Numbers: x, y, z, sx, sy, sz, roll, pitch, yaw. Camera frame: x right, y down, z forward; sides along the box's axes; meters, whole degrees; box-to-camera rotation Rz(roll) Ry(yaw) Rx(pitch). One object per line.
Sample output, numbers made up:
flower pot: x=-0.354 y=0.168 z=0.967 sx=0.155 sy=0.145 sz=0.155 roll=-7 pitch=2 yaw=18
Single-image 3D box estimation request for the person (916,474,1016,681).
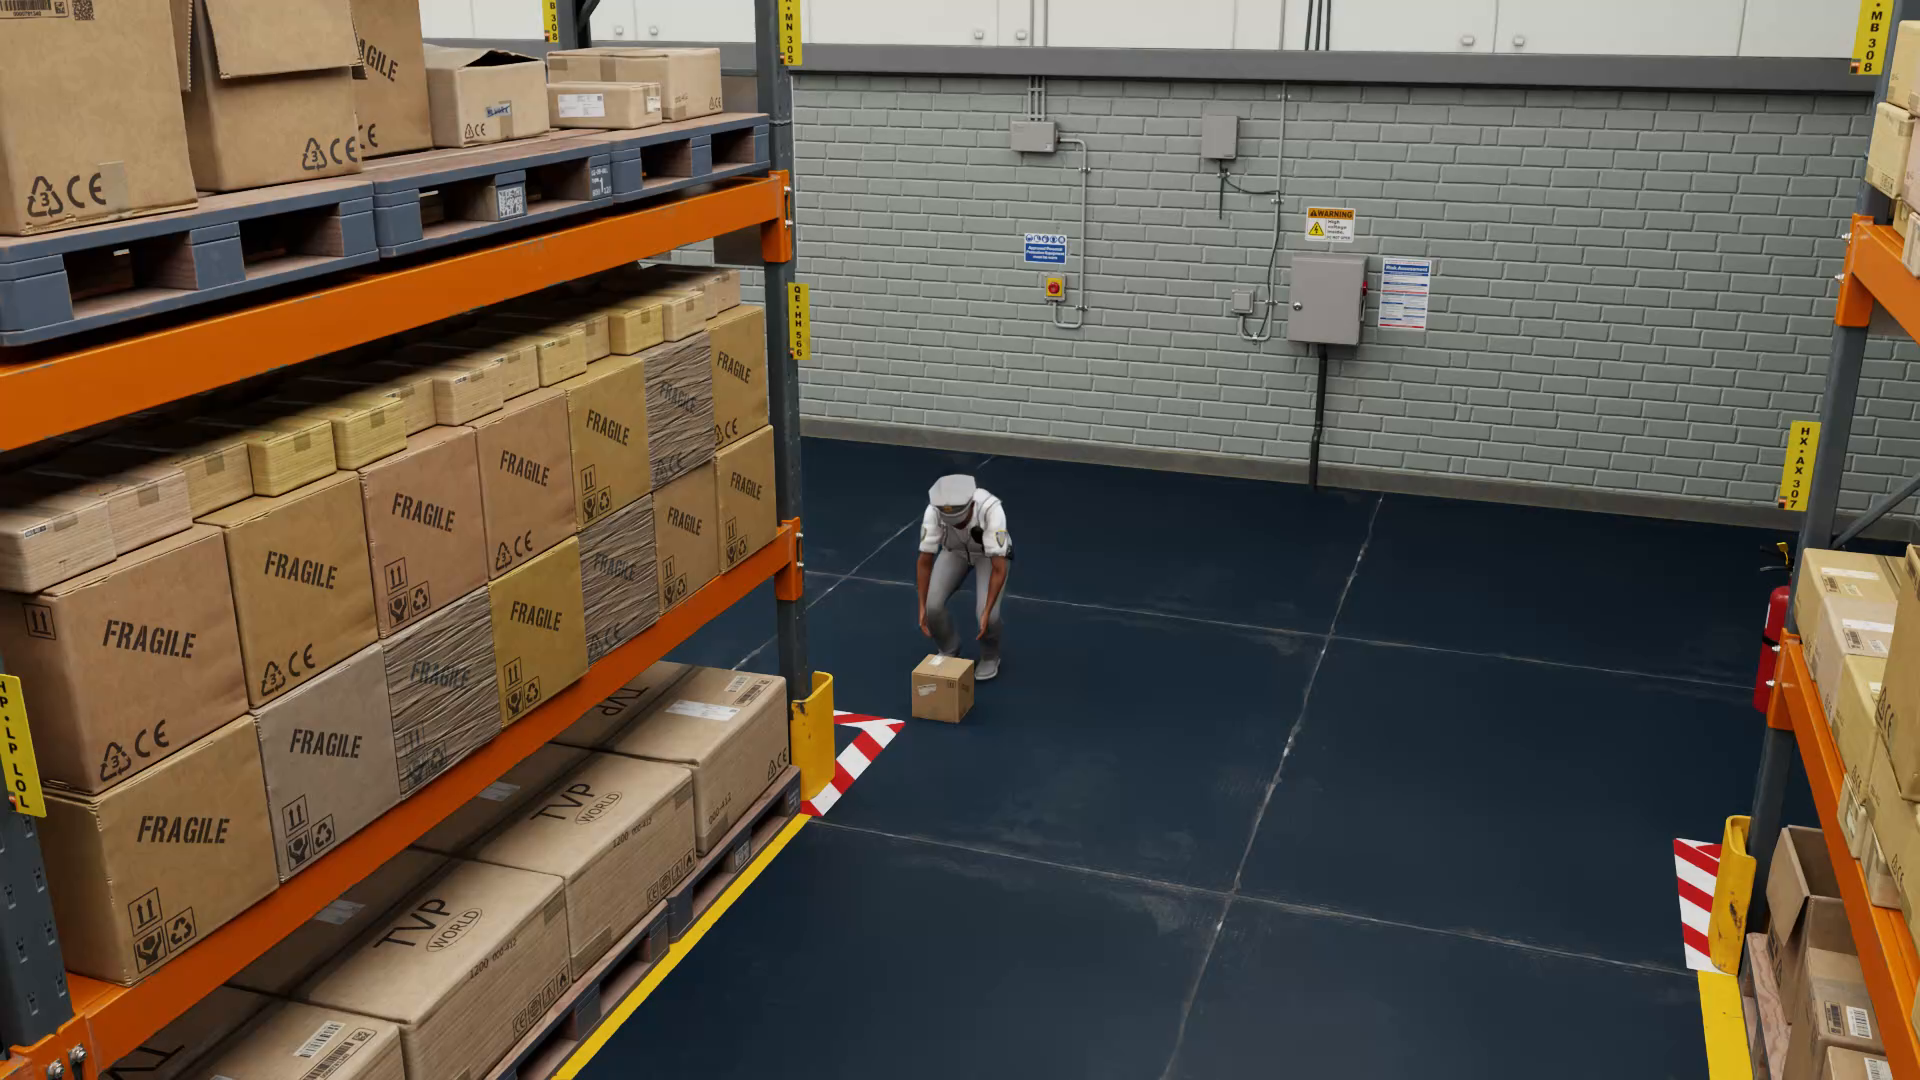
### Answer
person: x=0.047 y=0.171 z=8.807 sx=0.500 sy=1.189 sz=0.803 roll=6 pitch=20 yaw=18
